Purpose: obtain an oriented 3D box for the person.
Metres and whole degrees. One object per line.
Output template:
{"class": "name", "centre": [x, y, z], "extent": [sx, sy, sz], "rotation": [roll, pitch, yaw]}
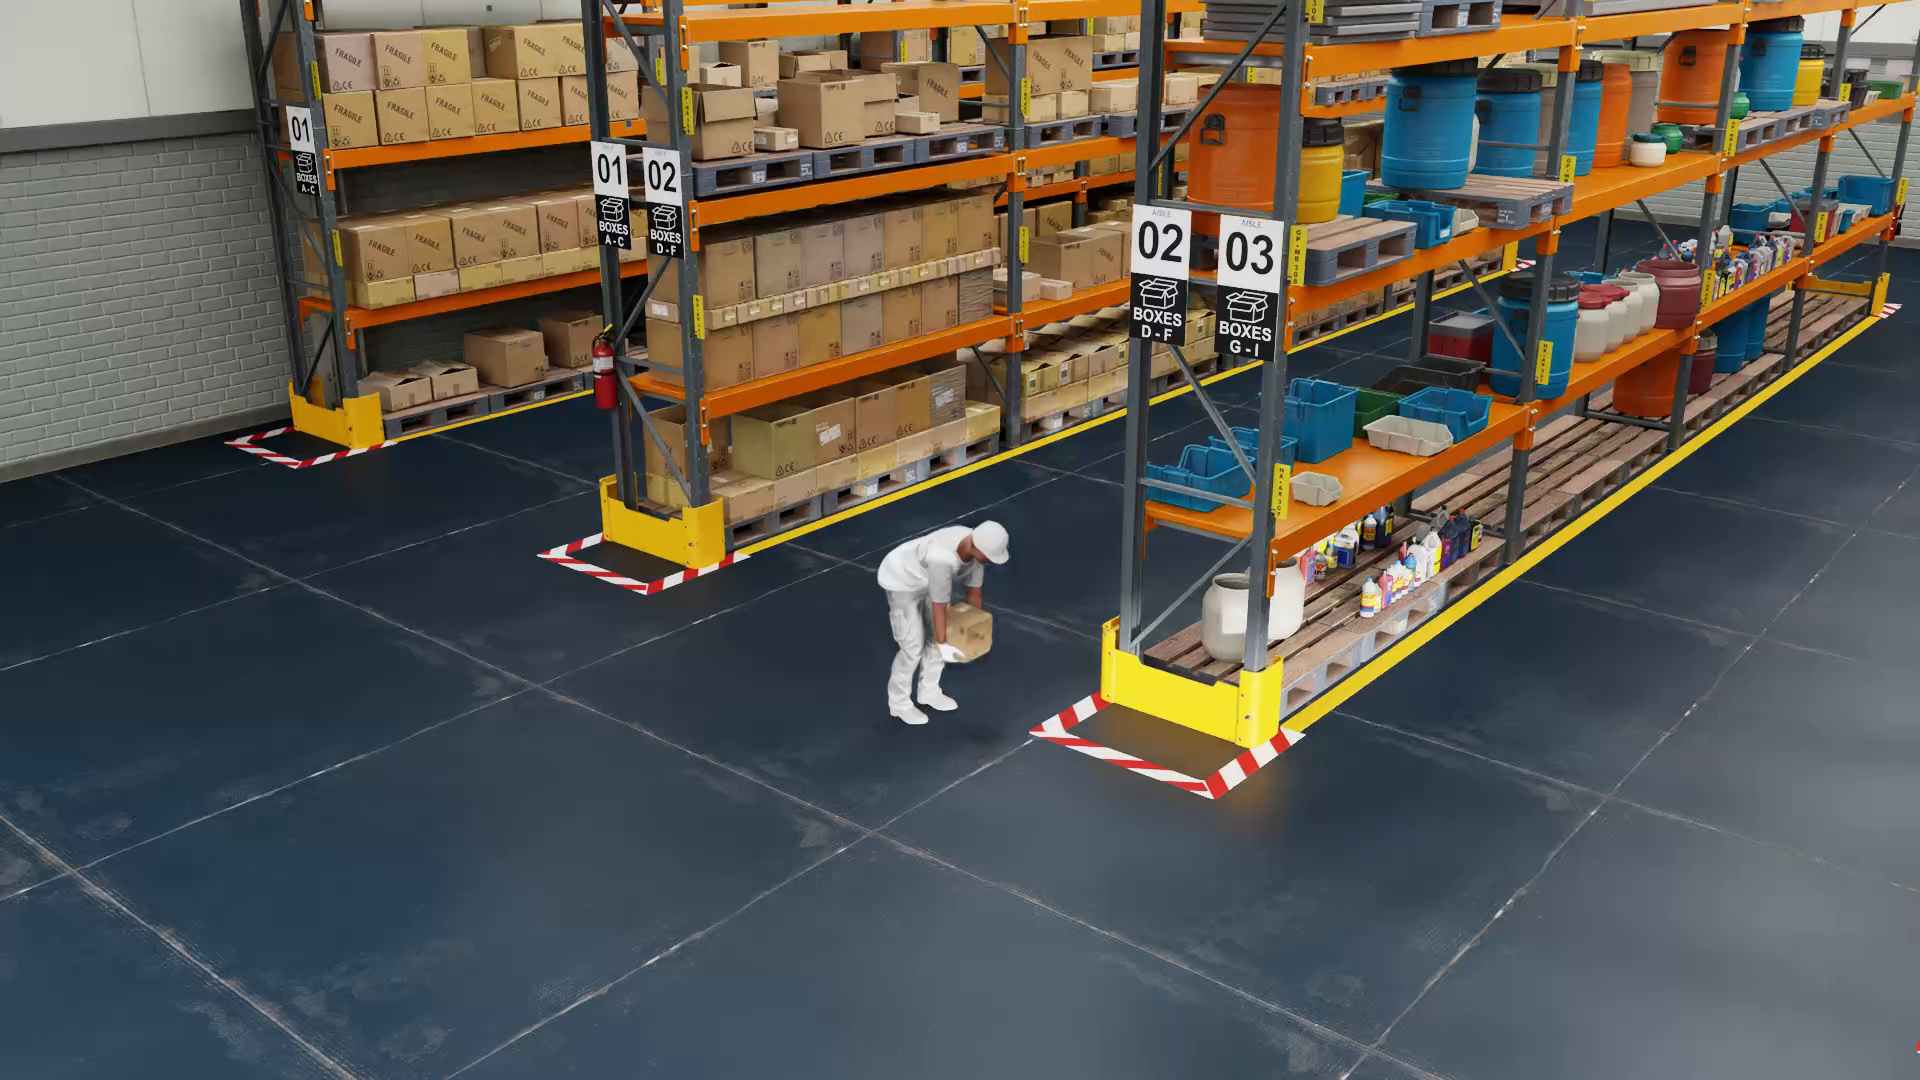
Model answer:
{"class": "person", "centre": [-0.084, 0.479, 10.278], "extent": [0.903, 1.404, 0.486], "rotation": [16, 25, 37]}
